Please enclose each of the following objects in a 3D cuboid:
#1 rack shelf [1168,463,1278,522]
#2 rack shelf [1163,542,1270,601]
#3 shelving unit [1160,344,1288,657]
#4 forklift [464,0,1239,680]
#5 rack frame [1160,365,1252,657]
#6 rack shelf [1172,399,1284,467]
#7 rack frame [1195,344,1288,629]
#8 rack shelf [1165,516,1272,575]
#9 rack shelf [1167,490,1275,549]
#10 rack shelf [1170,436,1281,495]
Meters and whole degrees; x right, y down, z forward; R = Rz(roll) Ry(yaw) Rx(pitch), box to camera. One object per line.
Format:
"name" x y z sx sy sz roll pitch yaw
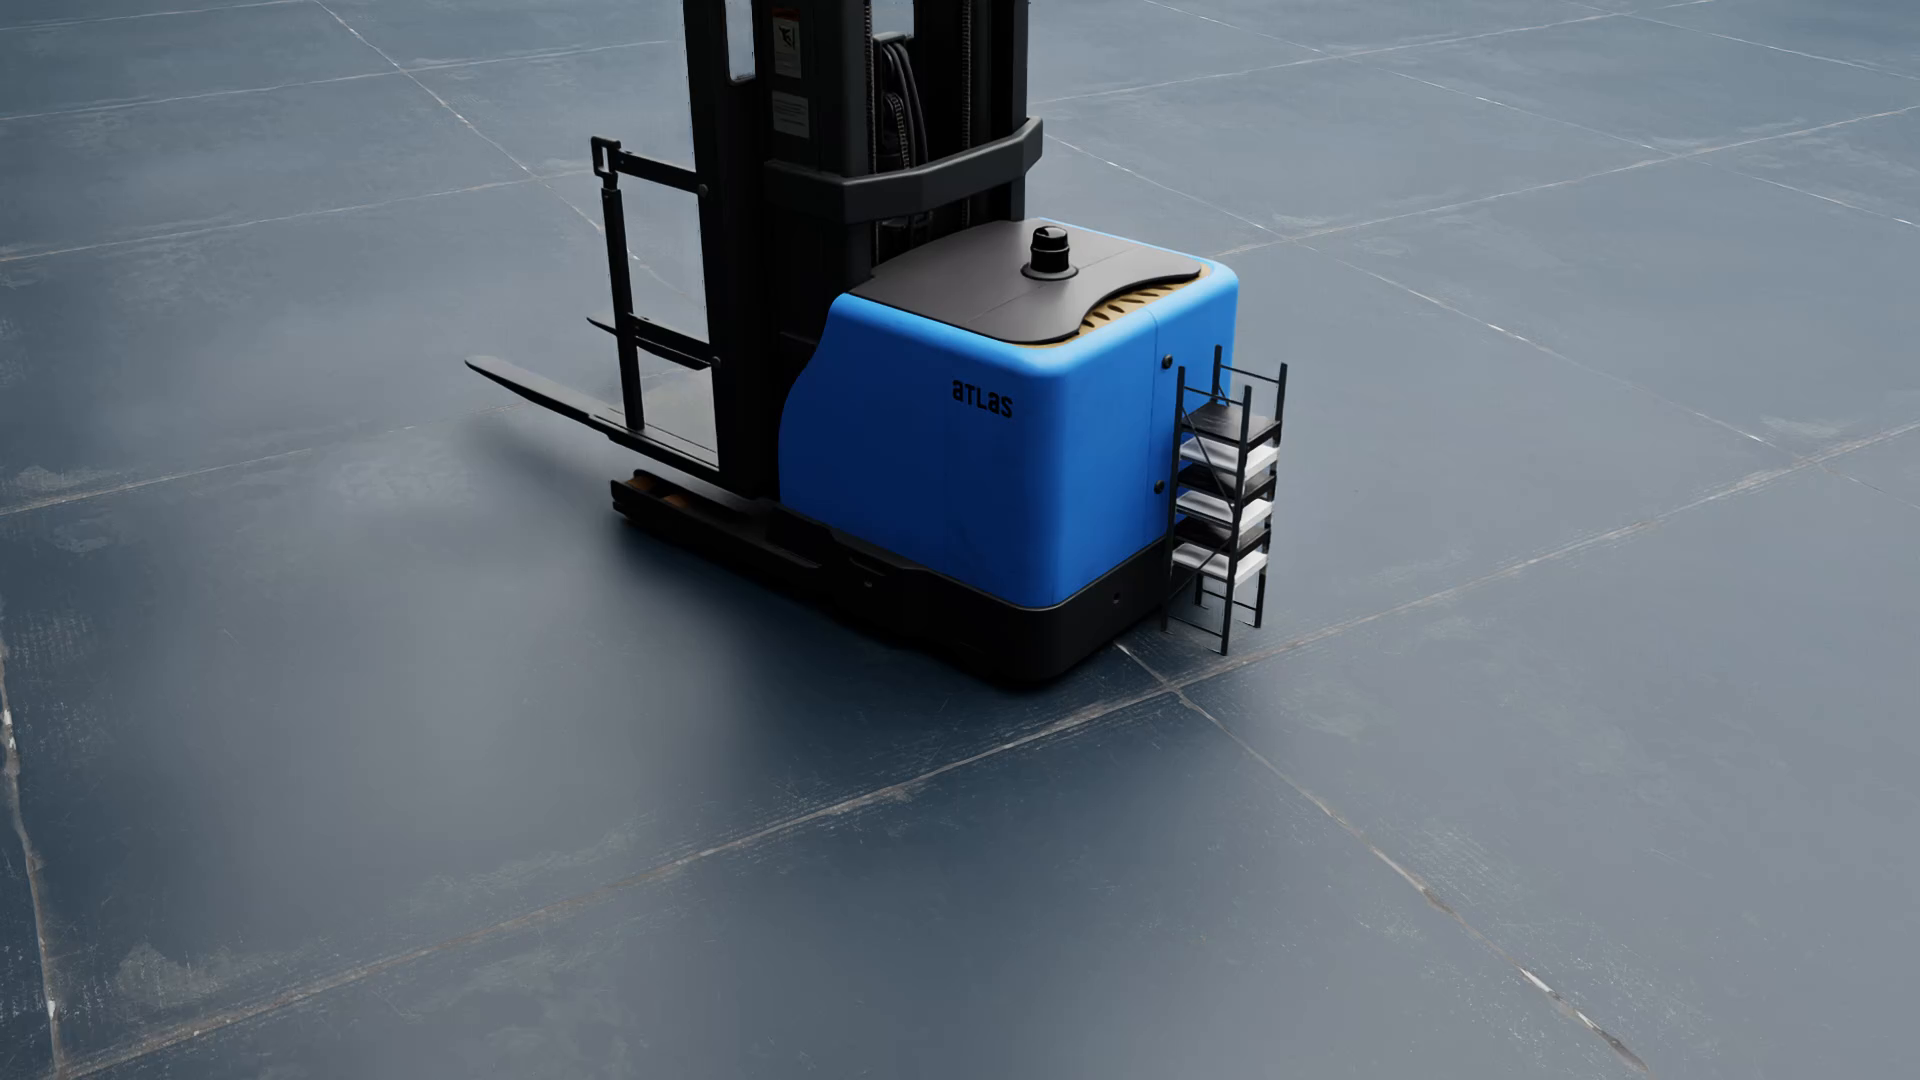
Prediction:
"rack shelf" 0.790 -0.161 4.993 0.258 0.077 0.200 21 35 33
"rack shelf" 0.790 0.075 5.124 0.258 0.077 0.200 21 35 33
"shelving unit" 0.790 -0.112 5.021 0.258 0.900 0.210 21 35 33
"forklift" -0.591 -1.453 5.350 3.031 2.935 1.130 22 36 34
"rack frame" 0.726 -0.073 4.952 0.240 0.900 0.006 21 35 33
"rack shelf" 0.790 -0.319 4.906 0.258 0.077 0.200 21 35 33
"rack frame" 0.853 -0.150 5.090 0.240 0.900 0.006 21 35 33
"rack shelf" 0.790 -0.004 5.080 0.258 0.077 0.200 21 35 33
"rack shelf" 0.790 -0.082 5.037 0.258 0.077 0.200 21 35 33
"rack shelf" 0.790 -0.240 4.950 0.258 0.077 0.200 21 35 33
